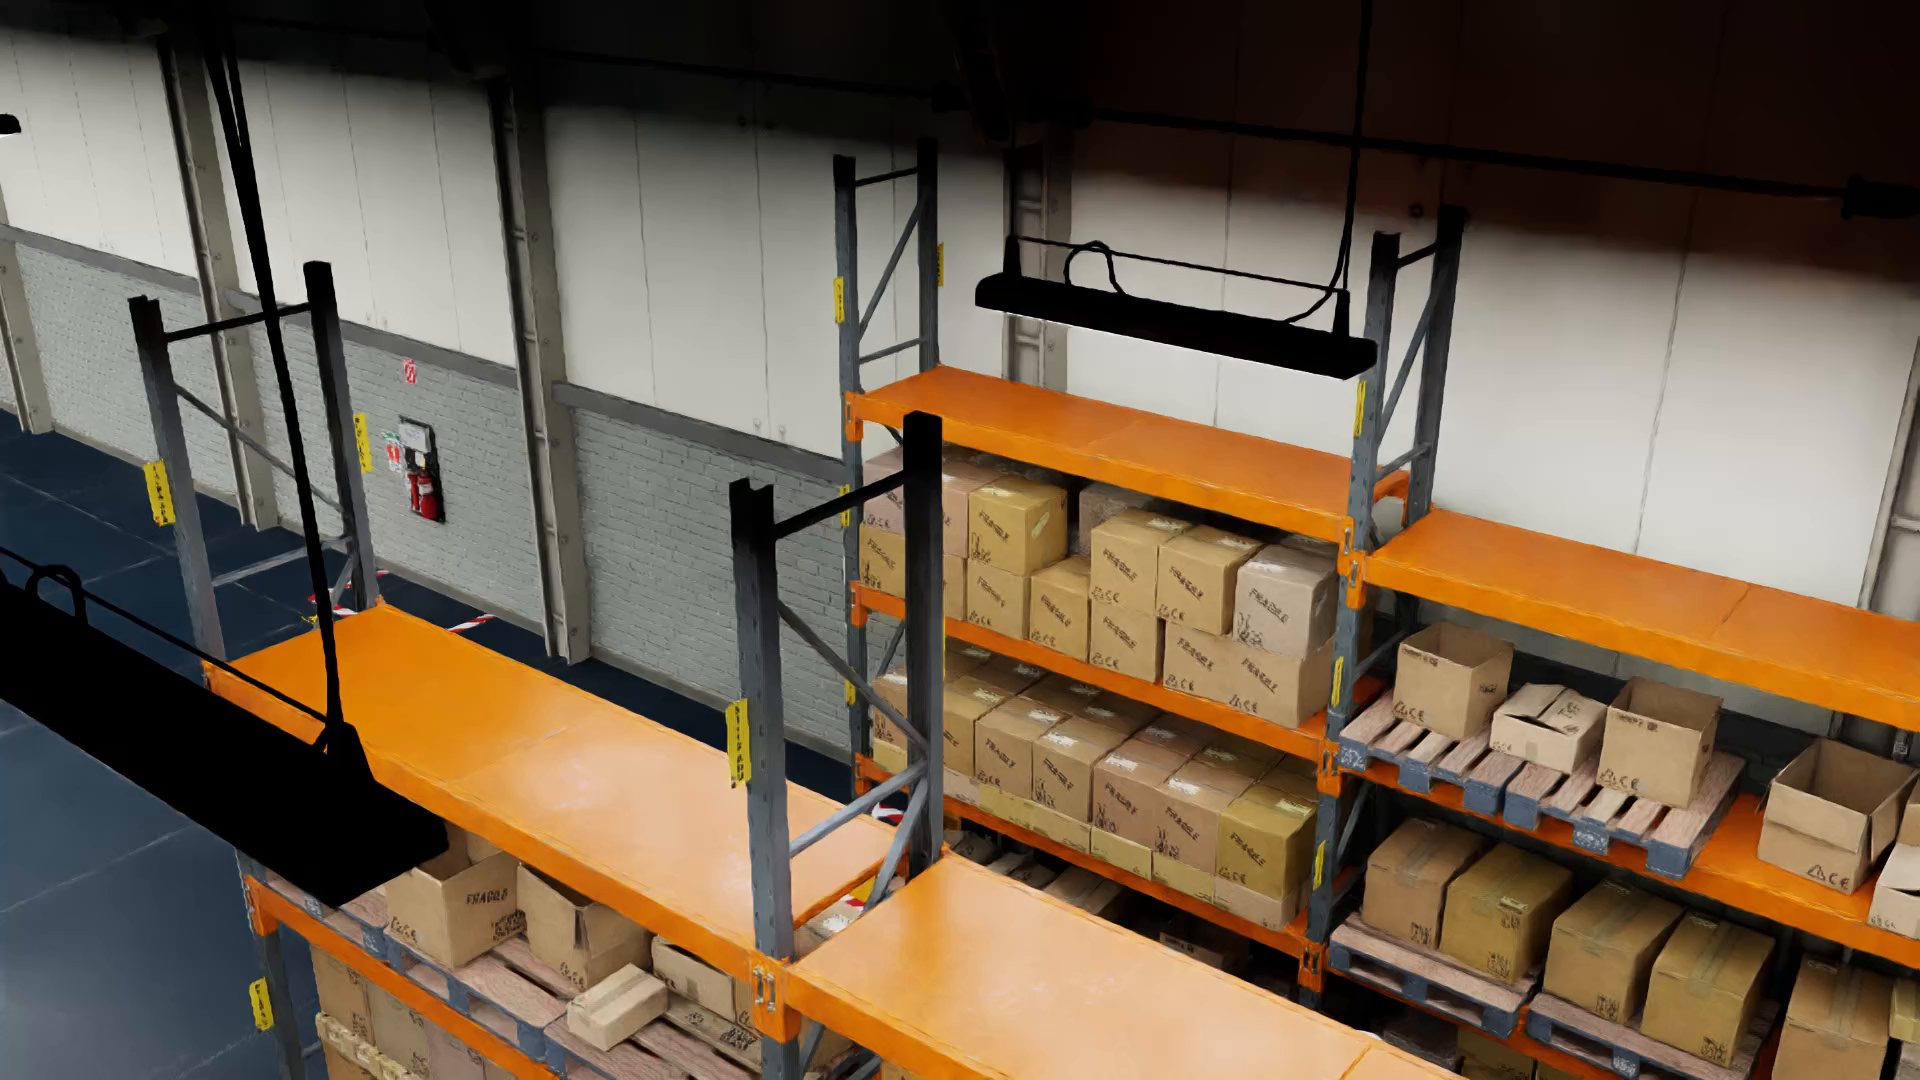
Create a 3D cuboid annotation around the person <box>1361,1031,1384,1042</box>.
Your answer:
[{"bbox_3d":[2.383,3.613,9.789,1.121,1.691,0.577,18,29,37],"label":"person"}]
